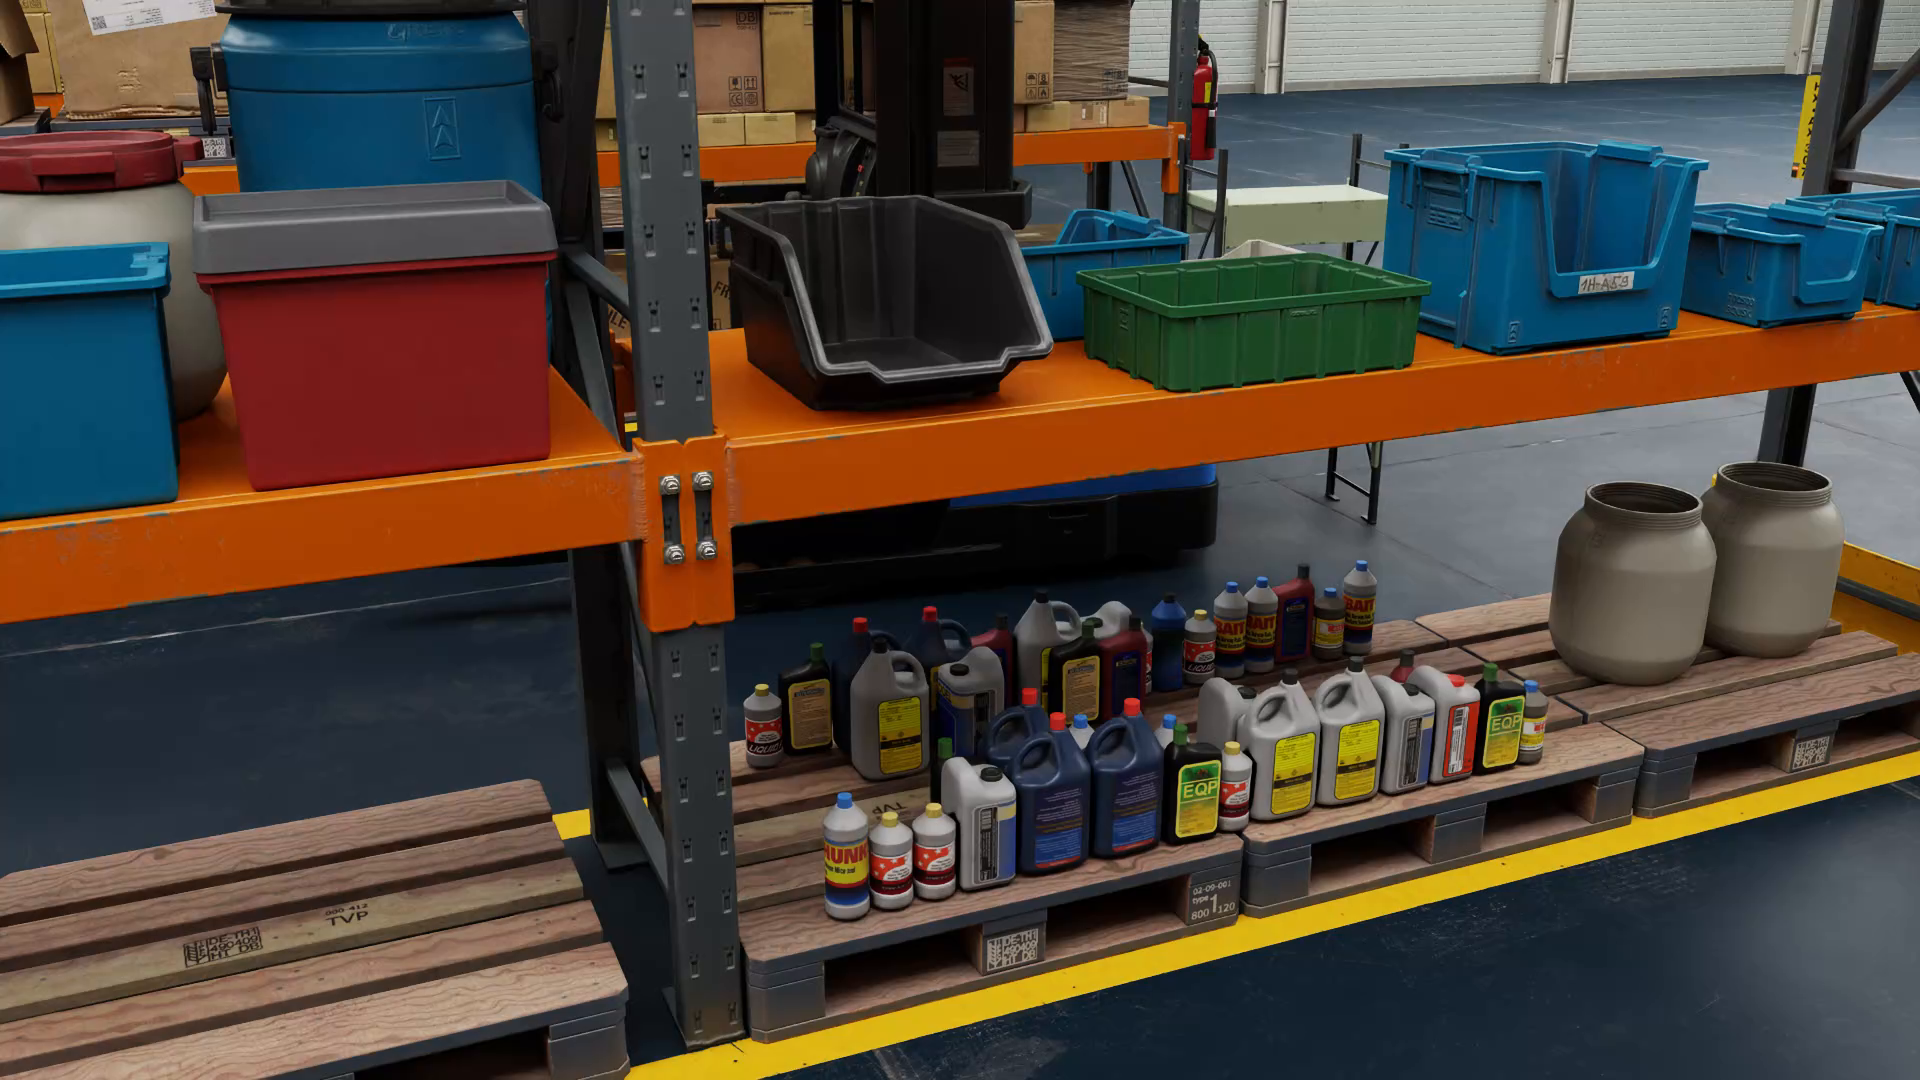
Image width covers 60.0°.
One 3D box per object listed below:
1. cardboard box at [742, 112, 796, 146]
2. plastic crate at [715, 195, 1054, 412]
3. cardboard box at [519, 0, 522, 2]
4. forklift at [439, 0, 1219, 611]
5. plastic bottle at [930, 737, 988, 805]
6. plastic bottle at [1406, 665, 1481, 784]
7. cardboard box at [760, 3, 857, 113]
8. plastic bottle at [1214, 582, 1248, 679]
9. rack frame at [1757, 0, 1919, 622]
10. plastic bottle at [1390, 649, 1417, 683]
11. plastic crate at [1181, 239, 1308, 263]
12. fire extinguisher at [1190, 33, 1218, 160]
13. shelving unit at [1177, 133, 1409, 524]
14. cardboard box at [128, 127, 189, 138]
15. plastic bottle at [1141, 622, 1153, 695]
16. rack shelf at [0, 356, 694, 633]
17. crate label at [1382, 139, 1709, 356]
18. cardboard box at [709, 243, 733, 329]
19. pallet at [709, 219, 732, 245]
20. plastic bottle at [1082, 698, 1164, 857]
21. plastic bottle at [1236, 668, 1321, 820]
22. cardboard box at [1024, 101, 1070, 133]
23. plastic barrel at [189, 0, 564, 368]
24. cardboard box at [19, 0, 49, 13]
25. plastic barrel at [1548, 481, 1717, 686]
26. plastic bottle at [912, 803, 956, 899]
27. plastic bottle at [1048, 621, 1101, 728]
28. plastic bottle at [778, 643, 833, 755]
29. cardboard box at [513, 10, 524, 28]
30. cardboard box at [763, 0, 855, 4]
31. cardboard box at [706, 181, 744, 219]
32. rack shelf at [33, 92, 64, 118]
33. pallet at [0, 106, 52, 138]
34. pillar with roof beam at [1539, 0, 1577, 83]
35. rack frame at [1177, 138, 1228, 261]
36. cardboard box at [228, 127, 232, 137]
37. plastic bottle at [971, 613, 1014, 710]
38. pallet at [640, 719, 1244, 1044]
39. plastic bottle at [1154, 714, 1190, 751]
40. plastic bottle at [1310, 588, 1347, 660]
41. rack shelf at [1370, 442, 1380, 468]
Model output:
[{"bbox_3d":[-0.983,-2.034,8.159,0.250,0.149,0.380,-8,21,-22],"label":"cardboard box"},{"bbox_3d":[-0.179,-0.505,3.532,0.504,0.338,0.767,-8,21,-22],"label":"plastic crate"},{"bbox_3d":[-2.158,-2.655,7.442,0.500,0.500,0.500,-8,21,-22],"label":"cardboard box"},{"bbox_3d":[-0.606,-1.327,5.879,3.031,2.935,1.130,-5,20,-14],"label":"forklift"},{"bbox_3d":[0.000,0.578,3.790,0.133,0.283,0.061,-8,21,-22],"label":"plastic bottle"},{"bbox_3d":[1.208,0.447,4.174,0.135,0.276,0.152,-8,21,-22],"label":"plastic bottle"},{"bbox_3d":[-0.866,-2.447,8.356,0.500,0.500,0.875,-8,21,-22],"label":"cardboard box"},{"bbox_3d":[0.768,0.251,4.738,0.097,0.271,0.097,0,19,0],"label":"plastic bottle"},{"bbox_3d":[2.963,-1.030,4.931,0.127,3.000,1.000,-8,21,-22],"label":"rack frame"},{"bbox_3d":[1.165,0.411,4.264,0.133,0.283,0.061,-8,21,-22],"label":"plastic bottle"},{"bbox_3d":[0.681,-0.670,4.306,0.437,0.136,0.530,-8,21,-22],"label":"plastic crate"},{"bbox_3d":[1.289,-2.378,8.877,0.183,0.674,0.296,-8,21,-22],"label":"fire extinguisher"},{"bbox_3d":[1.263,-0.804,6.548,0.755,1.500,0.431,-5,20,-14],"label":"shelving unit"},{"bbox_3d":[-7.736,-3.829,16.206,0.625,0.372,0.950,-7,21,-19],"label":"cardboard box"},{"bbox_3d":[0.488,0.324,4.636,0.097,0.201,0.097,0,19,0],"label":"plastic bottle"},{"bbox_3d":[-2.546,0.099,2.808,4.000,0.370,1.077,-8,21,-22],"label":"rack shelf"},{"bbox_3d":[1.380,-0.722,4.003,0.616,0.435,0.502,-8,21,-22],"label":"crate label"},{"bbox_3d":[-1.227,-1.257,8.707,0.500,0.500,0.500,-10,22,-27],"label":"cardboard box"},{"bbox_3d":[-1.574,-2.622,13.651,1.213,0.211,1.003,-8,21,-22],"label":"pallet"},{"bbox_3d":[0.369,0.534,3.816,0.185,0.351,0.144,-9,21,-24],"label":"plastic bottle"},{"bbox_3d":[0.759,0.478,3.975,0.185,0.351,0.144,-8,21,-22],"label":"plastic bottle"},{"bbox_3d":[0.382,-2.240,8.746,0.250,0.149,0.380,-8,21,-22],"label":"cardboard box"},{"bbox_3d":[-1.185,-0.782,3.471,0.708,0.901,0.600,-8,21,-22],"label":"plastic barrel"},{"bbox_3d":[-6.397,-3.791,11.116,0.500,0.500,0.700,-8,21,-22],"label":"cardboard box"},{"bbox_3d":[1.929,0.121,4.775,0.421,0.512,0.421,0,19,0],"label":"plastic barrel"},{"bbox_3d":[-0.057,0.674,3.643,0.097,0.201,0.097,0,19,0],"label":"plastic bottle"},{"bbox_3d":[0.304,0.358,4.418,0.133,0.283,0.061,-8,21,-22],"label":"plastic bottle"},{"bbox_3d":[-0.399,0.406,4.280,0.133,0.283,0.061,-7,21,-19],"label":"plastic bottle"},{"bbox_3d":[-2.234,-2.242,7.774,0.500,0.500,0.875,-8,21,-22],"label":"cardboard box"},{"bbox_3d":[-0.785,-2.856,8.013,0.500,0.500,0.500,-8,21,-22],"label":"cardboard box"},{"bbox_3d":[-2.274,-3.036,13.196,0.875,0.875,0.875,-9,21,-23],"label":"cardboard box"},{"bbox_3d":[-6.380,-2.938,11.432,4.000,0.370,1.077,-8,21,-22],"label":"rack shelf"},{"bbox_3d":[-4.543,-1.670,7.038,1.213,0.211,1.003,-8,21,-22],"label":"pallet"},{"bbox_3d":[12.343,-11.144,24.622,0.400,9.000,9.100,-8,21,-22],"label":"pillar with roof beam"},{"bbox_3d":[0.910,-0.772,6.457,0.023,1.500,0.400,-5,20,-14],"label":"rack frame"},{"bbox_3d":[-5.078,-2.568,12.053,0.750,0.750,1.050,-8,21,-22],"label":"cardboard box"},{"bbox_3d":[0.077,0.338,4.473,0.133,0.283,0.061,-7,20,-18],"label":"plastic bottle"},{"bbox_3d":[-0.077,0.736,4.114,1.213,0.211,1.003,-8,21,-22],"label":"pallet"},{"bbox_3d":[0.489,0.540,3.916,0.097,0.271,0.097,0,19,0],"label":"plastic bottle"},{"bbox_3d":[1.080,0.240,4.876,0.097,0.201,0.097,0,19,0],"label":"plastic bottle"},{"bbox_3d":[1.263,-0.497,6.656,0.720,0.370,0.431,-5,20,-14],"label":"rack shelf"}]
